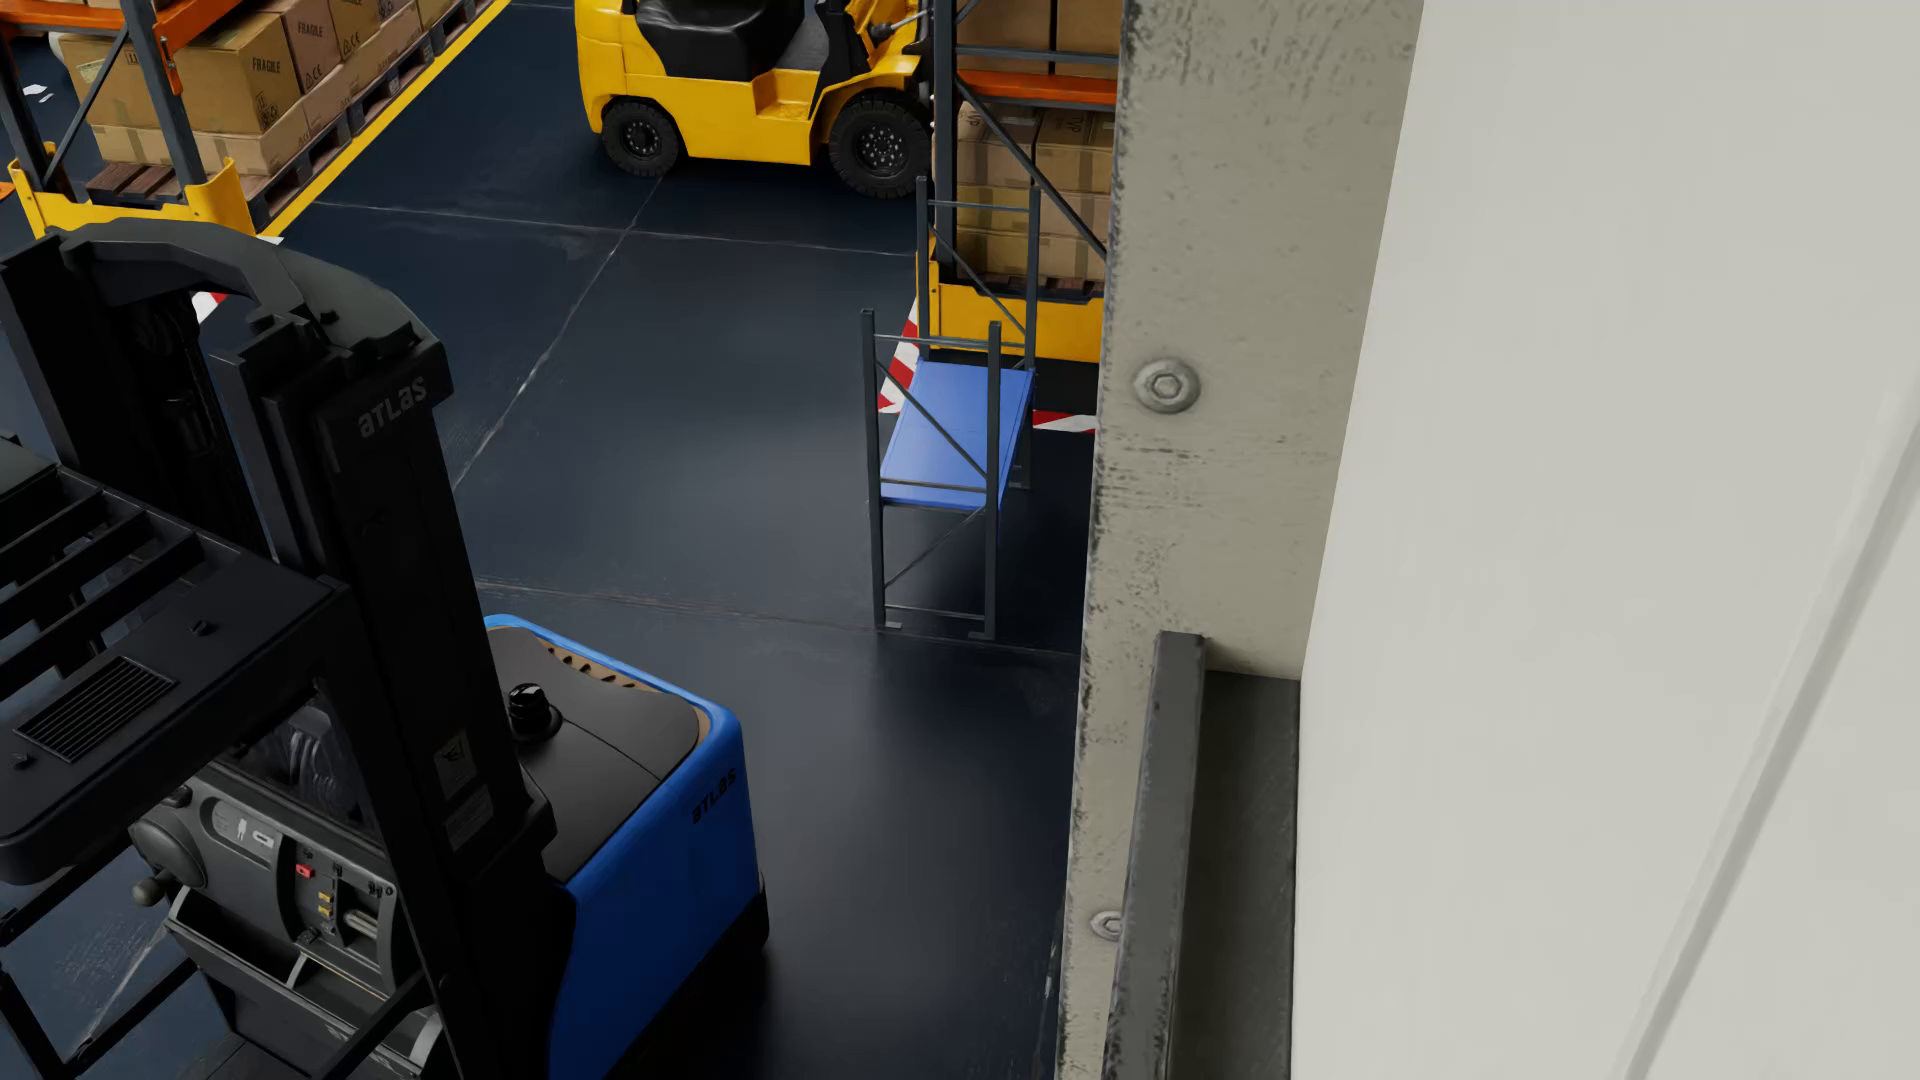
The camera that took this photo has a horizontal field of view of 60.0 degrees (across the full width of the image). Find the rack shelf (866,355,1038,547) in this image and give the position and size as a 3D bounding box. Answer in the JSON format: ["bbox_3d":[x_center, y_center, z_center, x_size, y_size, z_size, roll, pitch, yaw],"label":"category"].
[{"bbox_3d":[-0.015,-0.386,6.822,0.538,0.185,1.000,6,40,8],"label":"rack shelf"}]

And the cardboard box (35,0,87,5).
[{"bbox_3d":[-4.652,-2.900,8.601,0.380,0.149,0.250,8,40,9],"label":"cardboard box"}]

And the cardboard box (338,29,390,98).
[{"bbox_3d":[-3.916,-2.980,10.329,0.500,0.250,0.500,9,40,11],"label":"cardboard box"}]

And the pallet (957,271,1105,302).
[{"bbox_3d":[0.474,-1.604,9.024,1.003,0.211,1.213,6,40,8],"label":"pallet"}]

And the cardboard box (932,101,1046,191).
[{"bbox_3d":[0.156,-2.005,8.364,0.500,0.250,0.500,8,40,9],"label":"cardboard box"}]

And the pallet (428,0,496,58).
[{"bbox_3d":[-3.895,-3.749,11.619,1.003,0.211,1.213,6,40,8],"label":"pallet"}]

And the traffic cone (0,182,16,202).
[{"bbox_3d":[-5.702,-2.173,9.515,0.336,0.463,0.334,6,40,8],"label":"traffic cone"}]

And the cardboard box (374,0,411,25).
[{"bbox_3d":[-3.825,-3.600,10.489,0.500,0.500,0.500,8,40,10],"label":"cardboard box"}]

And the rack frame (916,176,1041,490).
[{"bbox_3d":[0.073,-0.844,7.093,0.500,1.500,0.032,6,40,8],"label":"rack frame"}]

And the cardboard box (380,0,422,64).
[{"bbox_3d":[-3.826,-3.297,10.712,0.500,0.250,0.500,7,40,8],"label":"cardboard box"}]

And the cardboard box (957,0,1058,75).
[{"bbox_3d":[0.210,-2.570,7.926,0.500,0.500,0.500,6,40,7],"label":"cardboard box"}]

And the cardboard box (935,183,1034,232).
[{"bbox_3d":[0.160,-1.828,8.543,0.500,0.250,0.500,6,40,7],"label":"cardboard box"}]

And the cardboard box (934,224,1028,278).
[{"bbox_3d":[0.154,-1.626,8.690,0.500,0.250,0.500,7,40,8],"label":"cardboard box"}]

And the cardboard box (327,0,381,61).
[{"bbox_3d":[-3.910,-3.263,10.083,0.500,0.500,0.500,7,40,9],"label":"cardboard box"}]

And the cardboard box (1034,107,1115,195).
[{"bbox_3d":[0.653,-1.962,8.313,0.500,0.250,0.500,6,40,7],"label":"cardboard box"}]

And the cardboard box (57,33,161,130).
[{"bbox_3d":[-4.624,-2.661,9.355,0.500,0.500,0.500,7,40,8],"label":"cardboard box"}]

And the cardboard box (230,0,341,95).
[{"bbox_3d":[-4.004,-2.949,9.703,0.500,0.500,0.500,5,40,6],"label":"cardboard box"}]

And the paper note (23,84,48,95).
[{"bbox_3d":[-6.008,-2.919,10.766,0.148,0.019,0.142,20,44,23],"label":"paper note"}]

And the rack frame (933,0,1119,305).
[{"bbox_3d":[0.383,-2.194,7.549,1.000,3.000,0.127,6,40,8],"label":"rack frame"}]

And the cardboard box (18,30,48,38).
[{"bbox_3d":[-6.542,-3.798,11.343,0.797,0.637,0.503,6,40,8],"label":"cardboard box"}]

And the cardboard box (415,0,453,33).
[{"bbox_3d":[-3.734,-3.615,11.097,0.500,0.250,0.500,5,40,6],"label":"cardboard box"}]

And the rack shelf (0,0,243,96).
[{"bbox_3d":[-4.160,-3.717,9.956,1.077,0.370,4.000,6,40,8],"label":"rack shelf"}]

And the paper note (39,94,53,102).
[{"bbox_3d":[-5.867,-2.839,10.676,0.032,0.001,0.123,6,40,8],"label":"paper note"}]

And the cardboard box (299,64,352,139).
[{"bbox_3d":[-3.998,-2.636,9.913,0.500,0.250,0.500,8,40,9],"label":"cardboard box"}]

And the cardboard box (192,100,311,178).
[{"bbox_3d":[-4.094,-2.317,9.526,0.500,0.250,0.500,6,40,7],"label":"cardboard box"}]

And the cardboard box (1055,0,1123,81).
[{"bbox_3d":[0.743,-2.513,7.856,0.500,0.500,0.500,8,40,9],"label":"cardboard box"}]

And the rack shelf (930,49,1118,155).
[{"bbox_3d":[0.729,-3.172,9.297,1.077,0.370,4.000,6,40,8],"label":"rack shelf"}]

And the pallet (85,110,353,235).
[{"bbox_3d":[-4.318,-2.218,9.767,1.003,0.211,1.213,6,40,8],"label":"pallet"}]

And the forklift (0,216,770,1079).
[{"bbox_3d":[-1.806,0.877,3.889,1.130,2.935,3.031,20,44,23],"label":"forklift"}]

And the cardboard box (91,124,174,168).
[{"bbox_3d":[-4.627,-2.393,9.618,0.500,0.250,0.500,6,40,7],"label":"cardboard box"}]

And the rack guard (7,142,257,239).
[{"bbox_3d":[-4.493,-1.823,9.063,1.175,0.500,0.348,6,40,8],"label":"rack guard"}]

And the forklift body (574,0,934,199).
[{"bbox_3d":[-1.085,-3.258,9.502,2.313,2.155,1.214,6,40,8],"label":"forklift body"}]

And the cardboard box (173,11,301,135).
[{"bbox_3d":[-4.091,-2.621,9.305,0.500,0.500,0.500,5,40,6],"label":"cardboard box"}]

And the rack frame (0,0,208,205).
[{"bbox_3d":[-4.506,-2.739,8.208,1.000,3.000,0.127,6,40,8],"label":"rack frame"}]

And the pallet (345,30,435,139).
[{"bbox_3d":[-4.104,-2.981,10.690,1.003,0.211,1.213,6,40,8],"label":"pallet"}]

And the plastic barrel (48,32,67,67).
[{"bbox_3d":[-5.640,-3.209,10.799,0.421,0.421,0.512,-28,47,-30],"label":"plastic barrel"}]

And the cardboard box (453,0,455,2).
[{"bbox_3d":[-3.651,-3.951,11.502,0.500,0.250,0.500,8,40,10],"label":"cardboard box"}]

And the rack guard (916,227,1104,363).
[{"bbox_3d":[0.379,-1.215,8.328,1.175,0.500,0.348,6,40,8],"label":"rack guard"}]

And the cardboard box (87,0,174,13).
[{"bbox_3d":[-4.243,-2.832,8.519,0.380,0.149,0.250,7,40,8],"label":"cardboard box"}]

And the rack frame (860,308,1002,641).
[{"bbox_3d":[-0.103,-0.205,6.321,0.500,1.500,0.032,6,40,8],"label":"rack frame"}]

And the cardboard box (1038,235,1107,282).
[{"bbox_3d":[0.661,-1.583,8.638,0.500,0.250,0.500,7,40,8],"label":"cardboard box"}]

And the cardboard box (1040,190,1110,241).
[{"bbox_3d":[0.669,-1.761,8.462,0.500,0.250,0.500,7,40,8],"label":"cardboard box"}]

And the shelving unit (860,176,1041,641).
[{"bbox_3d":[-0.015,-0.524,6.707,0.538,1.500,1.048,6,40,8],"label":"shelving unit"}]
